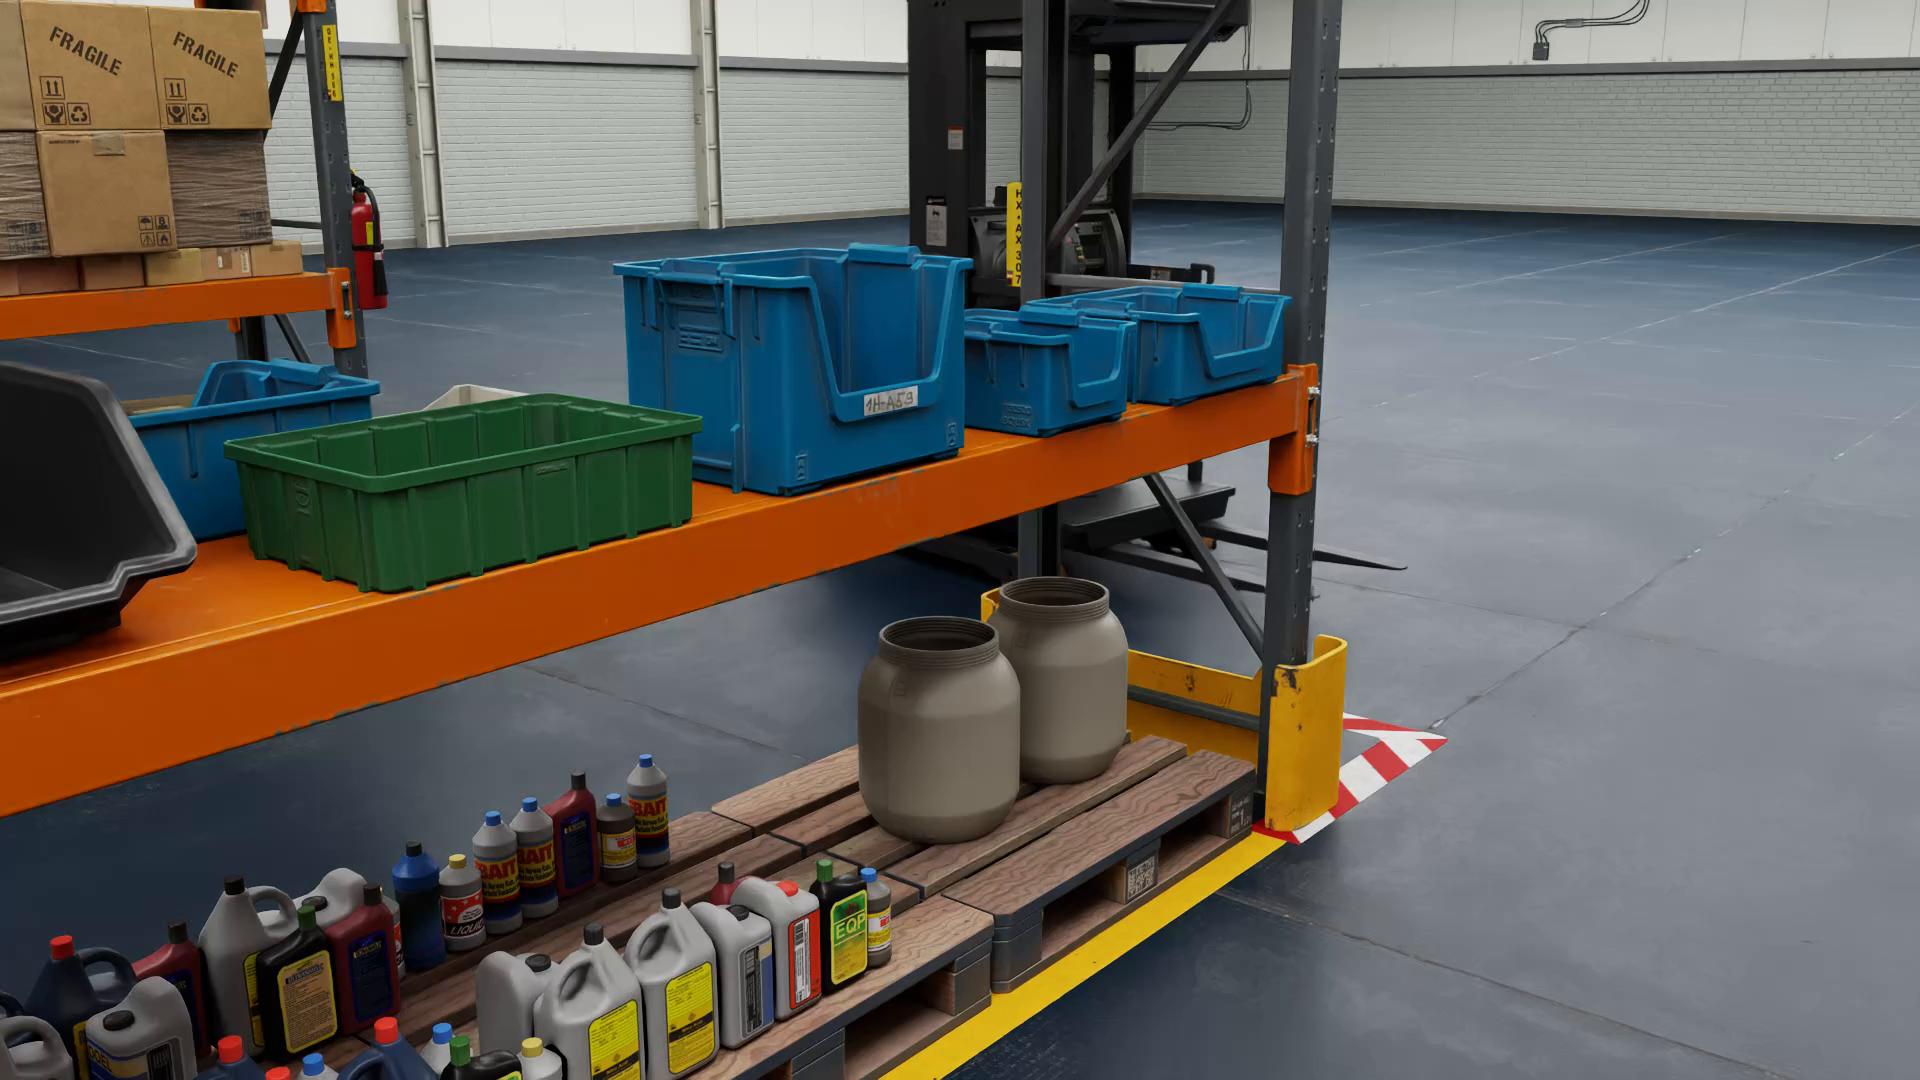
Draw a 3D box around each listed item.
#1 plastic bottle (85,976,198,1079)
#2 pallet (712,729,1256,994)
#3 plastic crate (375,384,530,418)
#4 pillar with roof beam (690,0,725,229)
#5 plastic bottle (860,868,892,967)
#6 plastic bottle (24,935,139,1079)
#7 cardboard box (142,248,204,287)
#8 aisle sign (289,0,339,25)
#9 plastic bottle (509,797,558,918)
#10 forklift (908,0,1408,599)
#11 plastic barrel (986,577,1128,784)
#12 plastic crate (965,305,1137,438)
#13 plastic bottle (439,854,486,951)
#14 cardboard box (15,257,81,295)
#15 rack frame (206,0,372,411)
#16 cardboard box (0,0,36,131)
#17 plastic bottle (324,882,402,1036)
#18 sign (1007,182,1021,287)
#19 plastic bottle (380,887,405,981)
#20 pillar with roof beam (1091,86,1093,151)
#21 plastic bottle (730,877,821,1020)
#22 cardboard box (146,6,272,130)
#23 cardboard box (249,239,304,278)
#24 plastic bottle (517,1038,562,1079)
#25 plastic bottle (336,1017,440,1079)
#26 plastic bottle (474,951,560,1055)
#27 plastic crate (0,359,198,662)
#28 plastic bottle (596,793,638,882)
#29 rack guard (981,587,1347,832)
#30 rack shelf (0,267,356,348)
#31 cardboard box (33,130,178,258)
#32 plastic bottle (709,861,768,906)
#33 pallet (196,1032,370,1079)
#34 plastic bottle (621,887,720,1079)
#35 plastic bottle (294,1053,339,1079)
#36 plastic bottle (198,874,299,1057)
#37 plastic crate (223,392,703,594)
[{"bbox_3d":[-1.466,0.937,2.980,0.152,0.276,0.135,11,18,38],"label":"plastic bottle"},{"bbox_3d":[0.090,0.779,4.628,1.003,0.211,1.213,11,18,38],"label":"pallet"},{"bbox_3d":[-1.075,-0.206,3.376,0.530,0.136,0.437,11,18,38],"label":"plastic crate"},{"bbox_3d":[-1.285,-9.511,27.287,9.100,9.000,0.400,11,18,38],"label":"pillar with roof beam"},{"bbox_3d":[-0.198,0.813,3.619,0.097,0.201,0.097,0,14,0],"label":"plastic bottle"},{"bbox_3d":[-1.597,0.883,3.042,0.144,0.351,0.185,10,17,35],"label":"plastic bottle"},{"bbox_3d":[-3.530,-1.204,7.280,0.380,0.149,0.250,11,18,38],"label":"cardboard box"},{"bbox_3d":[-2.965,-2.741,7.541,0.394,0.787,0.004,11,18,38],"label":"aisle sign"},{"bbox_3d":[-0.982,0.724,3.827,0.097,0.271,0.097,0,14,0],"label":"plastic bottle"},{"bbox_3d":[0.551,-1.311,7.330,1.130,2.935,3.031,-13,19,-42],"label":"forklift"},{"bbox_3d":[0.261,0.391,4.692,0.421,0.512,0.421,0,14,0],"label":"plastic barrel"},{"bbox_3d":[0.121,-0.412,3.953,0.499,0.251,0.408,11,18,38],"label":"plastic crate"},{"bbox_3d":[-1.107,0.797,3.685,0.097,0.201,0.097,0,14,0],"label":"plastic bottle"},{"bbox_3d":[-3.889,-1.117,6.937,0.380,0.149,0.250,11,18,38],"label":"cardboard box"},{"bbox_3d":[-3.237,-1.516,7.997,1.000,3.000,0.127,11,18,38],"label":"rack frame"},{"bbox_3d":[-4.016,-1.857,6.504,0.500,0.500,0.500,11,18,38],"label":"cardboard box"},{"bbox_3d":[-1.206,0.839,3.350,0.061,0.283,0.133,11,18,38],"label":"plastic bottle"},{"bbox_3d":[0.190,-0.969,5.284,0.100,0.325,0.005,11,18,38],"label":"sign"},{"bbox_3d":[-1.236,0.836,3.530,0.097,0.201,0.097,0,14,0],"label":"plastic bottle"},{"bbox_3d":[6.257,-11.810,36.334,9.100,9.000,0.400,11,18,38],"label":"pillar with roof beam"},{"bbox_3d":[-0.378,0.821,3.437,0.152,0.276,0.135,11,18,38],"label":"plastic bottle"},{"bbox_3d":[-3.390,-2.049,7.260,0.500,0.500,0.500,11,18,38],"label":"cardboard box"},{"bbox_3d":[-3.256,-1.307,7.688,0.380,0.149,0.250,11,18,38],"label":"cardboard box"},{"bbox_3d":[-0.754,0.983,2.952,0.097,0.201,0.097,0,14,0],"label":"plastic bottle"},{"bbox_3d":[-0.950,0.961,2.735,0.144,0.351,0.185,10,18,35],"label":"plastic bottle"},{"bbox_3d":[-0.814,0.898,3.136,0.152,0.276,0.135,11,18,38],"label":"plastic bottle"},{"bbox_3d":[-1.471,-0.034,2.290,0.767,0.338,0.504,11,18,38],"label":"plastic crate"},{"bbox_3d":[-0.832,0.713,4.016,0.097,0.201,0.097,0,14,0],"label":"plastic bottle"},{"bbox_3d":[0.604,0.484,5.202,1.175,0.500,0.348,11,18,38],"label":"rack guard"},{"bbox_3d":[-4.494,-0.784,6.578,1.077,0.370,4.000,11,18,38],"label":"rack shelf"},{"bbox_3d":[-3.825,-1.493,7.100,0.875,0.500,0.500,11,18,38],"label":"cardboard box"},{"bbox_3d":[-0.461,0.801,3.500,0.061,0.283,0.133,11,18,38],"label":"plastic bottle"},{"bbox_3d":[-1.444,1.246,2.789,1.003,0.211,1.213,11,18,38],"label":"pallet"},{"bbox_3d":[-0.566,0.844,3.195,0.144,0.351,0.185,12,19,40],"label":"plastic bottle"},{"bbox_3d":[-1.071,0.989,2.785,0.097,0.271,0.097,0,14,0],"label":"plastic bottle"},{"bbox_3d":[-1.394,0.821,3.286,0.144,0.351,0.185,11,18,37],"label":"plastic bottle"},{"bbox_3d":[-0.826,-0.097,2.842,0.450,0.188,0.662,11,18,38],"label":"plastic crate"}]
